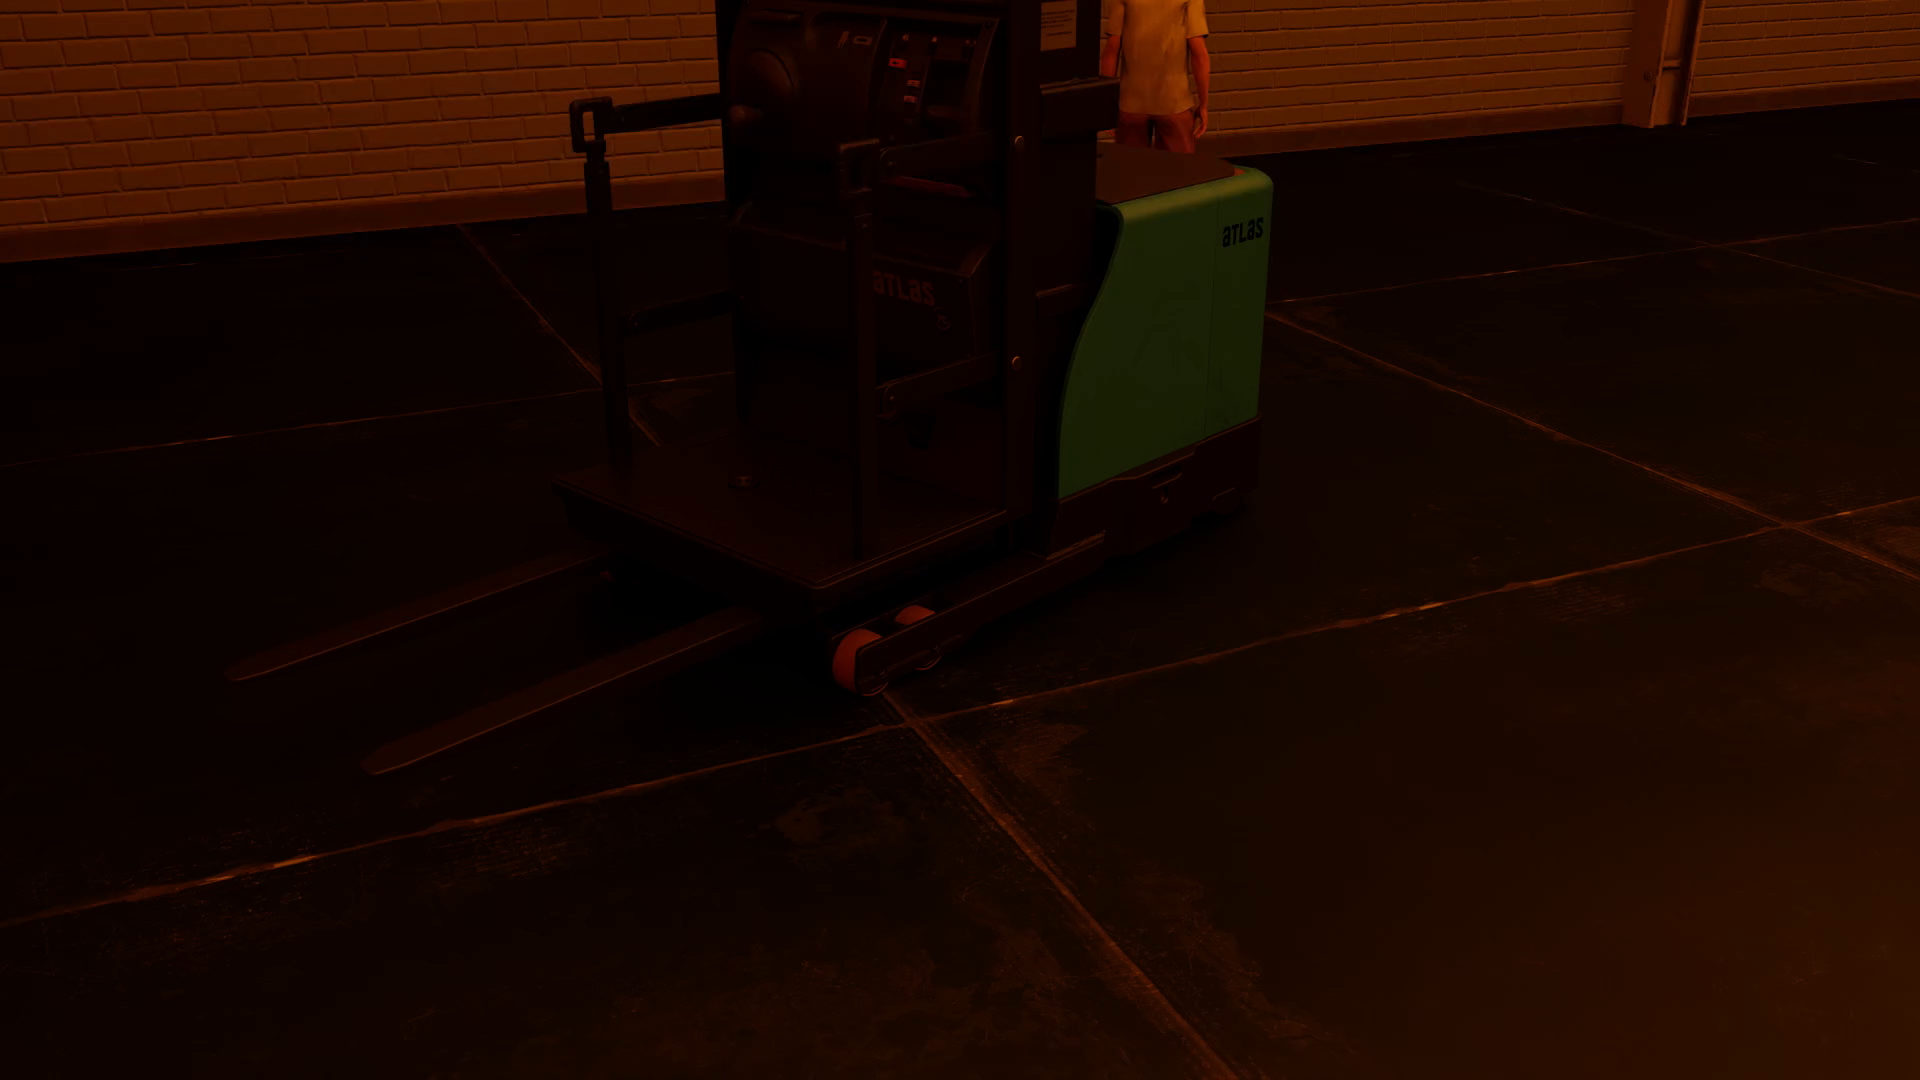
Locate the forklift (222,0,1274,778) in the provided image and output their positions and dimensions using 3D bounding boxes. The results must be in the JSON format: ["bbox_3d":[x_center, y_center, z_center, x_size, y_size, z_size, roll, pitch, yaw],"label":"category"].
[{"bbox_3d":[-0.413,-1.182,4.131,1.130,2.935,3.031,19,29,39],"label":"forklift"}]

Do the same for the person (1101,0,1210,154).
[{"bbox_3d":[0.903,-1.981,7.699,0.499,1.672,0.363,6,23,14],"label":"person"}]
